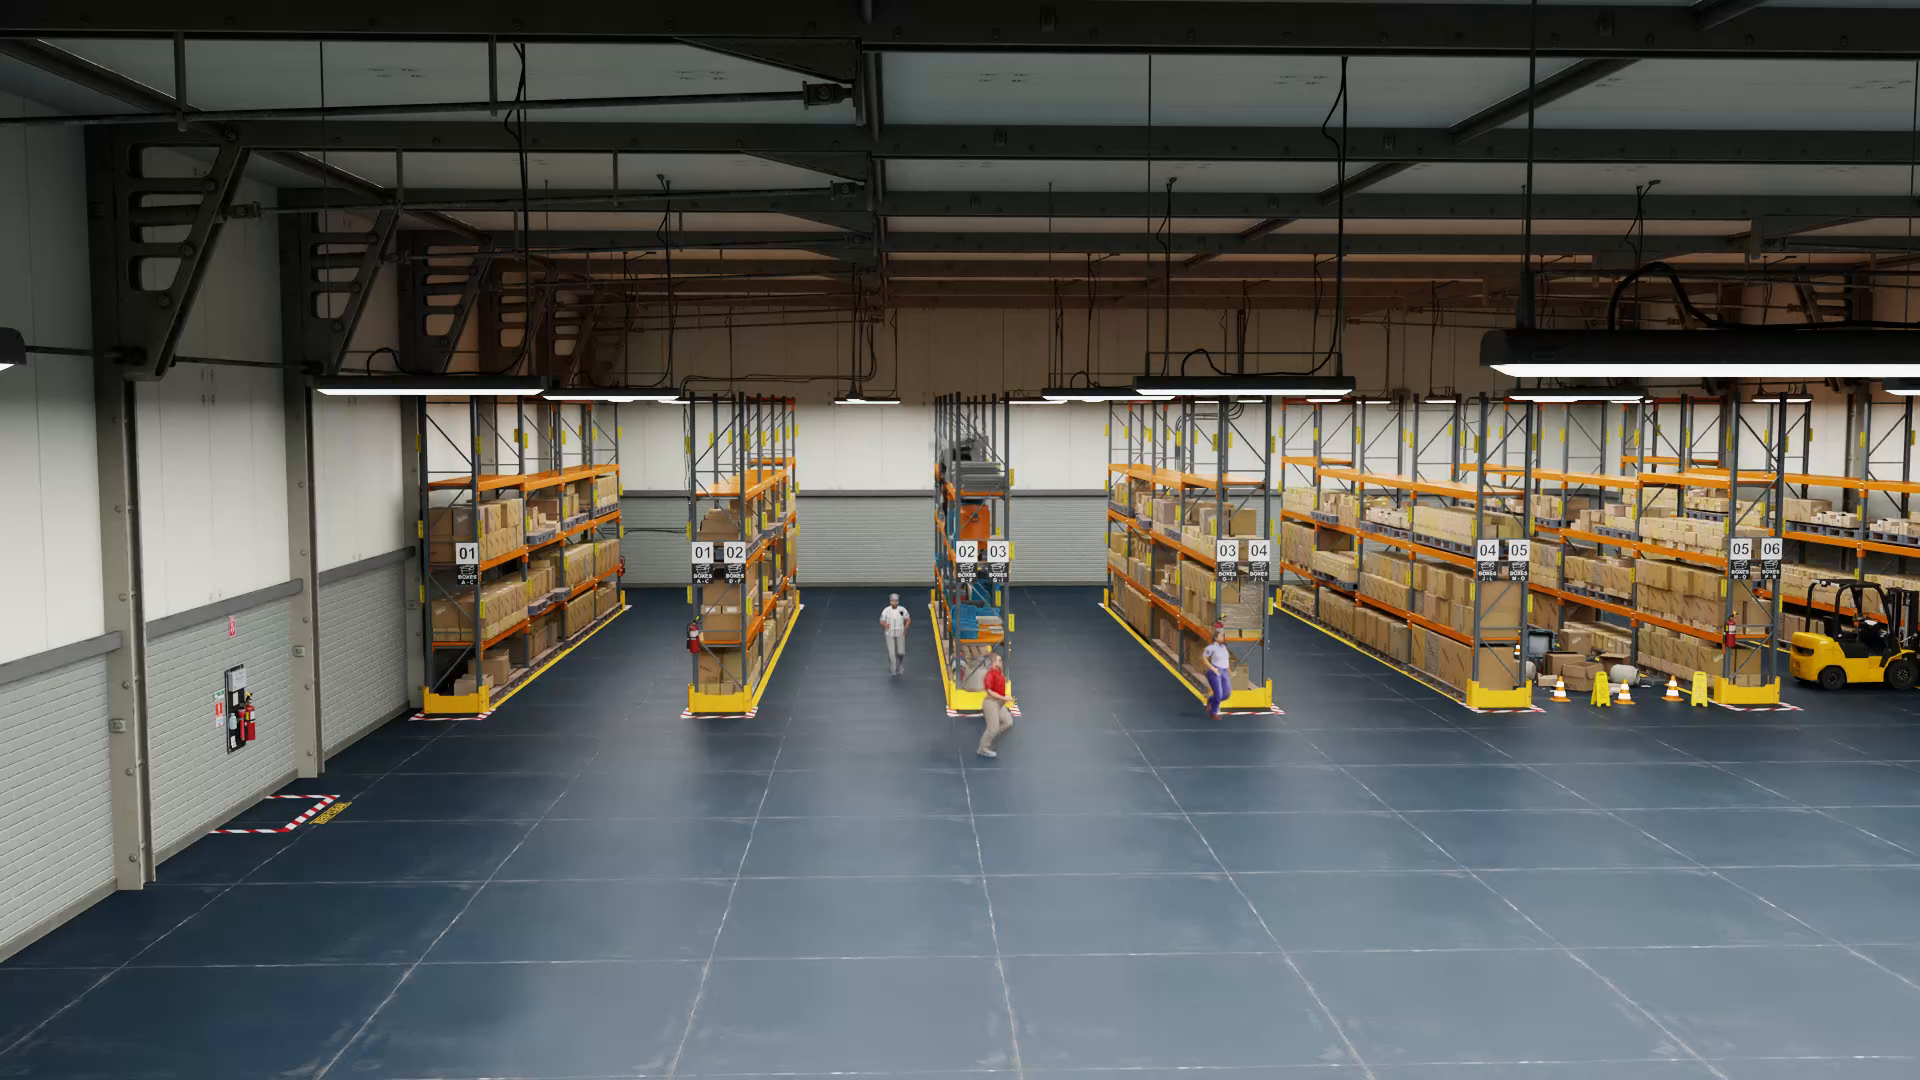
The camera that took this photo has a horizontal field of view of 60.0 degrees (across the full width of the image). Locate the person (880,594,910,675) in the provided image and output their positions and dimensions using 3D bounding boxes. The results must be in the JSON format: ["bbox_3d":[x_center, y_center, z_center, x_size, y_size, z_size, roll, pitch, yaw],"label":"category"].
[{"bbox_3d":[-1.373,2.013,35.327,0.650,1.744,0.602,0,5,-4],"label":"person"}]

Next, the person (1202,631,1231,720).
[{"bbox_3d":[4.751,2.495,30.590,0.640,1.600,0.495,-3,6,-37],"label":"person"}]

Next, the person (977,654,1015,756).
[{"bbox_3d":[0.611,2.701,27.221,0.661,1.678,0.647,2,5,21],"label":"person"}]
